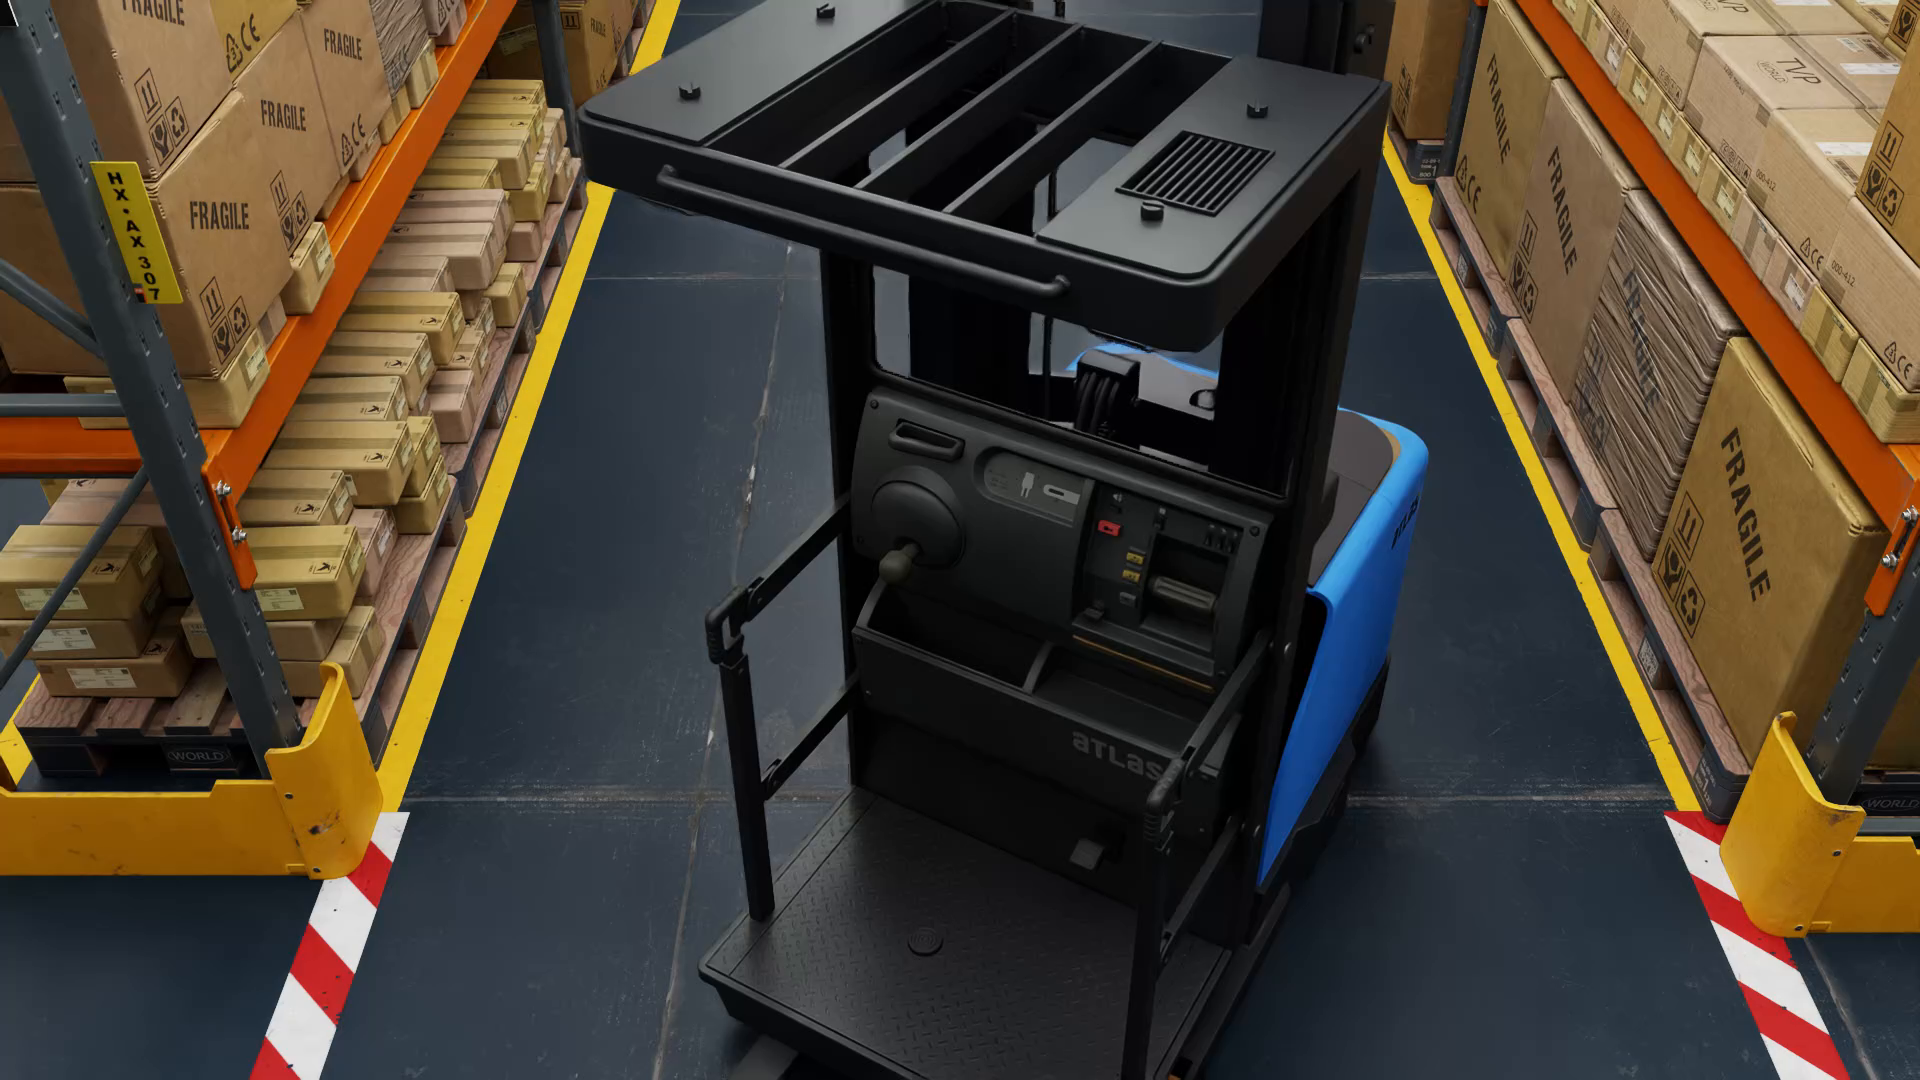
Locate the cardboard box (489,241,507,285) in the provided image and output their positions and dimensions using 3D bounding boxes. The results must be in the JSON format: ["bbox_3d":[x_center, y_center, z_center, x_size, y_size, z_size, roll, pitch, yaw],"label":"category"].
[{"bbox_3d":[-1.985,-1.114,6.448,0.380,0.149,0.250,1,39,1],"label":"cardboard box"}]

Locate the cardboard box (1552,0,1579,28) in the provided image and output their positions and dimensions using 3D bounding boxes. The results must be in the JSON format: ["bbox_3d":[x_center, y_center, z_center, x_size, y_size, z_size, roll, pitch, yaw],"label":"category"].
[{"bbox_3d":[2.375,-1.960,5.998,0.380,0.149,0.250,-1,39,-1],"label":"cardboard box"}]

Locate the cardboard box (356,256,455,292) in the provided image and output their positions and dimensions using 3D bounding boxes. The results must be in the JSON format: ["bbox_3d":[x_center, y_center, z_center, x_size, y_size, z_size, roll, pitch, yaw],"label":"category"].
[{"bbox_3d":[-2.029,-0.886,5.926,0.380,0.149,0.250,0,39,0],"label":"cardboard box"}]

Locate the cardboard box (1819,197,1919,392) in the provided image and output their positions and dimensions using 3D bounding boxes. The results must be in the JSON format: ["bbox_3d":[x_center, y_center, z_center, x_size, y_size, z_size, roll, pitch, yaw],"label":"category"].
[{"bbox_3d":[2.443,-0.596,3.977,0.500,0.250,0.500,-1,39,-1],"label":"cardboard box"}]

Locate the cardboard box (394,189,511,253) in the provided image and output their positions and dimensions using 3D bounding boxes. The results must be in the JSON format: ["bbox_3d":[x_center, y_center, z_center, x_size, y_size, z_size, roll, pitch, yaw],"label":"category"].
[{"bbox_3d":[-1.933,-1.211,6.330,0.380,0.149,0.250,-2,39,-2],"label":"cardboard box"}]

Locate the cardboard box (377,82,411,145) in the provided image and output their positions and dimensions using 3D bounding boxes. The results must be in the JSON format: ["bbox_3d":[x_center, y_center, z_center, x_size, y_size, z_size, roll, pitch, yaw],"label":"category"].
[{"bbox_3d":[-1.976,-1.375,5.268,0.380,0.149,0.250,1,39,2],"label":"cardboard box"}]

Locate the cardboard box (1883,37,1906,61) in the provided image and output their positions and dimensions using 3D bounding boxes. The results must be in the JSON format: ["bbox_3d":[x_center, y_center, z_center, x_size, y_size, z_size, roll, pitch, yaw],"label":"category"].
[{"bbox_3d":[2.974,-1.232,4.771,0.500,0.250,0.500,-1,39,-2],"label":"cardboard box"}]

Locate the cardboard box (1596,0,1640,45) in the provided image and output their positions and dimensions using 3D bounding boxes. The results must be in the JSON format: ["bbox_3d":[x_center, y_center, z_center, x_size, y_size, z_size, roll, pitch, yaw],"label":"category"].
[{"bbox_3d":[2.445,-1.865,5.561,0.500,0.250,0.500,1,39,1],"label":"cardboard box"}]

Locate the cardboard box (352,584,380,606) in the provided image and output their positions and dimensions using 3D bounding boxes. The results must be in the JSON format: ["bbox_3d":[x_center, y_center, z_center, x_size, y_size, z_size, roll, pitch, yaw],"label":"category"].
[{"bbox_3d":[-2.014,0.162,5.093,0.380,0.149,0.250,0,39,0],"label":"cardboard box"}]

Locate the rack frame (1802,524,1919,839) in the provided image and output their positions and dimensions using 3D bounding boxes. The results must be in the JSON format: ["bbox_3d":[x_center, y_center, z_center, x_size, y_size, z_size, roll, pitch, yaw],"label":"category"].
[{"bbox_3d":[2.709,-0.235,3.645,1.000,3.000,0.127,0,39,0],"label":"rack frame"}]

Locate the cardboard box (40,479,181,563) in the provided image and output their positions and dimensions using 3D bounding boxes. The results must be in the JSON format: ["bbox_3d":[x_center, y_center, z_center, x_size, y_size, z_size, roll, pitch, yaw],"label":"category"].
[{"bbox_3d":[-2.448,-0.066,4.903,0.380,0.149,0.250,1,39,1],"label":"cardboard box"}]

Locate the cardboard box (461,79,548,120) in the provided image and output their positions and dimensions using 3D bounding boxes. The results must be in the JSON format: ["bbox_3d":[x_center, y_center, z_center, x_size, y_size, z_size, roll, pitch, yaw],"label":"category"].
[{"bbox_3d":[-1.995,-1.858,7.137,0.380,0.149,0.250,1,39,1],"label":"cardboard box"}]

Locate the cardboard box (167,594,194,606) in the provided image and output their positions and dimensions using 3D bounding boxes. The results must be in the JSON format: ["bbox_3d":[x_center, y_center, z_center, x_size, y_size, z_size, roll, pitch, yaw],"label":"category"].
[{"bbox_3d":[-2.562,0.164,5.091,0.380,0.149,0.250,1,39,1],"label":"cardboard box"}]

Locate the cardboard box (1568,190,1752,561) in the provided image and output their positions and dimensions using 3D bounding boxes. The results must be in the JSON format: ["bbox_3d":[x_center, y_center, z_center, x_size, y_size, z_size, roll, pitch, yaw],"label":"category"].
[{"bbox_3d":[2.627,-0.539,5.388,0.875,0.875,0.875,0,39,0],"label":"cardboard box"}]

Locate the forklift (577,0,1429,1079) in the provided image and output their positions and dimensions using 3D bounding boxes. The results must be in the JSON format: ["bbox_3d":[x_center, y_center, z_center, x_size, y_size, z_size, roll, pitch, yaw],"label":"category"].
[{"bbox_3d":[0.080,0.055,3.337,1.130,2.935,3.031,20,43,23],"label":"forklift"}]

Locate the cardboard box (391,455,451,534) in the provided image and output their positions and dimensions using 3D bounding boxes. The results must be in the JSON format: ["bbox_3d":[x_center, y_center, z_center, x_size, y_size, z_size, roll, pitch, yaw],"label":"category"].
[{"bbox_3d":[-1.912,-0.153,5.486,0.380,0.149,0.250,0,39,1],"label":"cardboard box"}]

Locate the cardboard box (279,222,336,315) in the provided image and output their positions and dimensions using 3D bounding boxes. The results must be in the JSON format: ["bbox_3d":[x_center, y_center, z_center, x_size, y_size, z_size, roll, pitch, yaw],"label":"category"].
[{"bbox_3d":[-1.912,-0.727,4.460,0.380,0.149,0.250,-1,39,-1],"label":"cardboard box"}]

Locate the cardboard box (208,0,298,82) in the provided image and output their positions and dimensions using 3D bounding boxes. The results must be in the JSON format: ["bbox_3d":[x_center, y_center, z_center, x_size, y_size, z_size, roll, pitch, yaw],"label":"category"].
[{"bbox_3d":[-1.993,-1.437,4.027,0.500,0.500,0.500,1,39,1],"label":"cardboard box"}]

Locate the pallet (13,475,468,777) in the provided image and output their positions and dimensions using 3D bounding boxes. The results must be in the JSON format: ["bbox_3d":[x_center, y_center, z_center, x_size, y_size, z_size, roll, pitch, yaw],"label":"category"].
[{"bbox_3d":[-2.217,0.238,5.285,1.003,0.211,1.213,0,39,0],"label":"pallet"}]

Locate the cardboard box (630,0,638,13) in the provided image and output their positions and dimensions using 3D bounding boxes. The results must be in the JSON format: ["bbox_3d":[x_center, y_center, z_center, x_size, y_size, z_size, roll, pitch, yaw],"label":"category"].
[{"bbox_3d":[-2.008,-3.105,8.890,0.500,0.500,0.500,1,39,1],"label":"cardboard box"}]

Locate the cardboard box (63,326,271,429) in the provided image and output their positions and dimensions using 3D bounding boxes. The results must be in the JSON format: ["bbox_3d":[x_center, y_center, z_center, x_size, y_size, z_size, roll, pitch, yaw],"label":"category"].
[{"bbox_3d":[-1.924,-0.400,4.051,0.380,0.149,0.250,0,39,0],"label":"cardboard box"}]

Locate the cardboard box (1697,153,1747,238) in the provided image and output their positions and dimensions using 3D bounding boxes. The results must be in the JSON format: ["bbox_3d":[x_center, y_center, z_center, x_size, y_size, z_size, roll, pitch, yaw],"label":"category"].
[{"bbox_3d":[2.377,-0.998,4.798,0.380,0.149,0.250,-1,39,-1],"label":"cardboard box"}]

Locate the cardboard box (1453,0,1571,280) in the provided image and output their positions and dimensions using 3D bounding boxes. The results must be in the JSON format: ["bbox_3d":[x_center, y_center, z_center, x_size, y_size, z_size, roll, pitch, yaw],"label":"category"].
[{"bbox_3d":[2.625,-1.659,6.784,0.875,0.875,0.875,0,39,0],"label":"cardboard box"}]

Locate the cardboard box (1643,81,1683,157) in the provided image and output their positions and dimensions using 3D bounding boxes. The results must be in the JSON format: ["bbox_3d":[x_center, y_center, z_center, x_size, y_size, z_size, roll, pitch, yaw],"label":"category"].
[{"bbox_3d":[2.378,-1.316,5.194,0.380,0.149,0.250,1,39,1],"label":"cardboard box"}]

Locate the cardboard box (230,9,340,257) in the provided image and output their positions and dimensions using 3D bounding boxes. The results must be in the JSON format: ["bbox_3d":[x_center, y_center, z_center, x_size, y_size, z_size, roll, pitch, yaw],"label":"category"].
[{"bbox_3d":[-2.001,-1.066,4.363,0.500,0.500,0.500,0,39,0],"label":"cardboard box"}]

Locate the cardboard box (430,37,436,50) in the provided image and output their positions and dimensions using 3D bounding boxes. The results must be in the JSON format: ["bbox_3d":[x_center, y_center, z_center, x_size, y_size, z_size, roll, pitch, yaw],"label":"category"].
[{"bbox_3d":[-2.019,-1.701,5.675,0.380,0.149,0.250,-1,39,-1],"label":"cardboard box"}]

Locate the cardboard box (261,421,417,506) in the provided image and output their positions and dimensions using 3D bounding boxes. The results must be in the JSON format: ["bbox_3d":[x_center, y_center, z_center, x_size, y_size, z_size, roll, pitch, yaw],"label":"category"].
[{"bbox_3d":[-1.905,-0.236,5.114,0.380,0.149,0.250,0,39,0],"label":"cardboard box"}]

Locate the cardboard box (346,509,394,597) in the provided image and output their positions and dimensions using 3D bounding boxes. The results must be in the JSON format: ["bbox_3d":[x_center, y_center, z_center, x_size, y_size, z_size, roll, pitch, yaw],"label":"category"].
[{"bbox_3d":[-1.939,0.039,5.009,0.380,0.149,0.250,0,39,0],"label":"cardboard box"}]

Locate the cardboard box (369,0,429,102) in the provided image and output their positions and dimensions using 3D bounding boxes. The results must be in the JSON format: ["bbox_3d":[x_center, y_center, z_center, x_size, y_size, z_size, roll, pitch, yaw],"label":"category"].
[{"bbox_3d":[-1.996,-1.691,5.143,0.500,0.500,0.500,-1,39,-1],"label":"cardboard box"}]

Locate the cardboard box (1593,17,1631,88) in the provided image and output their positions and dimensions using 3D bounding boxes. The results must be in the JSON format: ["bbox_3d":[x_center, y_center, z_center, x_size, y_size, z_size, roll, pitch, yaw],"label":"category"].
[{"bbox_3d":[2.374,-1.643,5.602,0.380,0.149,0.250,0,39,0],"label":"cardboard box"}]

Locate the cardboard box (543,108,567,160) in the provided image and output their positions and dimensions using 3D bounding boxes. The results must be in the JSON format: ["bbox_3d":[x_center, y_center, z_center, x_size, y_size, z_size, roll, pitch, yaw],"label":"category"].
[{"bbox_3d":[-1.937,-1.767,7.262,0.380,0.149,0.250,1,39,1],"label":"cardboard box"}]

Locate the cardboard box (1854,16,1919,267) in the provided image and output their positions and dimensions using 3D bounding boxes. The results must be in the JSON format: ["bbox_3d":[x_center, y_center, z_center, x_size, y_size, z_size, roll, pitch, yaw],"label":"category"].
[{"bbox_3d":[2.446,-0.890,3.744,0.500,0.500,0.500,0,39,1],"label":"cardboard box"}]

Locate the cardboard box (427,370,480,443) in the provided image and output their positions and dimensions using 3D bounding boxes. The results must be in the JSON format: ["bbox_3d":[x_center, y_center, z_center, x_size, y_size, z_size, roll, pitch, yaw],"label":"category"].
[{"bbox_3d":[-1.921,-0.468,5.880,0.380,0.149,0.250,-2,39,-2],"label":"cardboard box"}]

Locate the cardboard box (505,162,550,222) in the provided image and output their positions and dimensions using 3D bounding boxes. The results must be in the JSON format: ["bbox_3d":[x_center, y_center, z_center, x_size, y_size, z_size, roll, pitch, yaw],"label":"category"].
[{"bbox_3d":[-1.907,-1.430,6.842,0.380,0.149,0.250,-1,39,-2],"label":"cardboard box"}]

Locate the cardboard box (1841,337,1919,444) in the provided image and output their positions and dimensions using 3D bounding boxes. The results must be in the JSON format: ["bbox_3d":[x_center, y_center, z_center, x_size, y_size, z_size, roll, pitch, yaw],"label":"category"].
[{"bbox_3d":[2.379,-0.360,4.001,0.380,0.149,0.250,1,39,1],"label":"cardboard box"}]

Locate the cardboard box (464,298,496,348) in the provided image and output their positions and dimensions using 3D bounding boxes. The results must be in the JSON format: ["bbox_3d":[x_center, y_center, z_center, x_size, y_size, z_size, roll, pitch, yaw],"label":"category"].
[{"bbox_3d":[-1.980,-0.792,6.284,0.380,0.149,0.250,1,39,1],"label":"cardboard box"}]

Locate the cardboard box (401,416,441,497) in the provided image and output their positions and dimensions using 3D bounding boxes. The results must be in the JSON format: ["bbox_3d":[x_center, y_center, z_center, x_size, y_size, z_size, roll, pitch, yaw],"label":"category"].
[{"bbox_3d":[-1.919,-0.275,5.401,0.380,0.149,0.250,1,39,1],"label":"cardboard box"}]

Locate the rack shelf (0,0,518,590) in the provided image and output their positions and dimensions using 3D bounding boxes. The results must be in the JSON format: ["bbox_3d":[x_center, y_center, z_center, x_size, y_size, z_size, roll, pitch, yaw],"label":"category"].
[{"bbox_3d":[-2.253,-1.265,5.505,1.077,0.370,4.000,0,39,0],"label":"rack shelf"}]

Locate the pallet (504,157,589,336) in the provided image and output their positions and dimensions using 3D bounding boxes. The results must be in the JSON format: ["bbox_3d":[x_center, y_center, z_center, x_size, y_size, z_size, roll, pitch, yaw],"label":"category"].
[{"bbox_3d":[-2.220,-1.288,7.189,1.003,0.211,1.213,0,39,0],"label":"pallet"}]

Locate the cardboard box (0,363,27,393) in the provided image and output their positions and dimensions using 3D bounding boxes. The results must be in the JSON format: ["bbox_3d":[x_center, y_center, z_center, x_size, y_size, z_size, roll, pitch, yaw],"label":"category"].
[{"bbox_3d":[-2.534,-0.401,4.052,0.380,0.149,0.250,0,39,0],"label":"cardboard box"}]

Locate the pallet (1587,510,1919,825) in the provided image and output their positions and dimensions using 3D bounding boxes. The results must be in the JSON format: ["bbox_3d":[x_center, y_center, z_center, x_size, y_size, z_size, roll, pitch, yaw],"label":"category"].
[{"bbox_3d":[2.630,0.353,5.141,1.003,0.211,1.213,0,39,0],"label":"pallet"}]

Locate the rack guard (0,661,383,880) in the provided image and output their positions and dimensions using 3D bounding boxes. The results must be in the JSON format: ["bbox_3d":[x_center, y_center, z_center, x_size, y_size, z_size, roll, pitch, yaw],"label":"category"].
[{"bbox_3d":[-2.251,0.633,4.560,1.175,0.500,0.348,0,39,0],"label":"rack guard"}]

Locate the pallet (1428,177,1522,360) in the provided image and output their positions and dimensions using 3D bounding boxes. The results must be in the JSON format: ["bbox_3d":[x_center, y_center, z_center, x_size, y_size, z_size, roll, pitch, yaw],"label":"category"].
[{"bbox_3d":[2.627,-1.173,7.045,1.003,0.211,1.213,0,39,0],"label":"pallet"}]

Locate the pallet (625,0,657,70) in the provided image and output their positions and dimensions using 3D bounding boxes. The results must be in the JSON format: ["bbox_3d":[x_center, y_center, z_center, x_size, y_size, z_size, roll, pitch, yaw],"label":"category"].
[{"bbox_3d":[-2.262,-2.960,9.275,1.003,0.211,1.213,0,39,0],"label":"pallet"}]

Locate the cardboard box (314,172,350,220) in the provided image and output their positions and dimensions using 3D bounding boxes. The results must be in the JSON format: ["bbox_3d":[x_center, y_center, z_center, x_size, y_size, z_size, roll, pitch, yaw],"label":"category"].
[{"bbox_3d":[-2.025,-1.059,4.873,0.380,0.149,0.250,0,39,0],"label":"cardboard box"}]

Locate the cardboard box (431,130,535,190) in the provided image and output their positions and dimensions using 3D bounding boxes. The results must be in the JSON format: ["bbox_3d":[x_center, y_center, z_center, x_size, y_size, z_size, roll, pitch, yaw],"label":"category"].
[{"bbox_3d":[-1.948,-1.542,6.744,0.380,0.149,0.250,0,39,0],"label":"cardboard box"}]

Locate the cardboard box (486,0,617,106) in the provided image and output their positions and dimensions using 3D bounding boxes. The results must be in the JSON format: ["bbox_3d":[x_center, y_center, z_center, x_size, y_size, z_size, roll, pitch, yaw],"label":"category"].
[{"bbox_3d":[-1.991,-2.447,8.068,0.500,0.500,0.500,1,39,2],"label":"cardboard box"}]

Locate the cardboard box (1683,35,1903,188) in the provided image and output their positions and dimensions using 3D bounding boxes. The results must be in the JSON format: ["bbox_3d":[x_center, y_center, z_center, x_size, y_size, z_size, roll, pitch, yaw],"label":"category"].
[{"bbox_3d":[2.442,-1.231,4.770,0.500,0.250,0.500,-1,39,-2],"label":"cardboard box"}]

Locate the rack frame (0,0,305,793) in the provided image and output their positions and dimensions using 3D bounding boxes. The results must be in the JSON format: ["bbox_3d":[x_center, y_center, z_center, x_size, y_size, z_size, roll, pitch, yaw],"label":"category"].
[{"bbox_3d":[-2.251,-0.295,3.719,1.000,3.000,0.127,0,39,0],"label":"rack frame"}]

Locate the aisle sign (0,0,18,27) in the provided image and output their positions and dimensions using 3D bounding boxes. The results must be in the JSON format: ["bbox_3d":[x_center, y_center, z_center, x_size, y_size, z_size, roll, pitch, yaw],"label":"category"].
[{"bbox_3d":[-1.951,-1.264,2.850,0.394,0.787,0.004,0,39,0],"label":"aisle sign"}]

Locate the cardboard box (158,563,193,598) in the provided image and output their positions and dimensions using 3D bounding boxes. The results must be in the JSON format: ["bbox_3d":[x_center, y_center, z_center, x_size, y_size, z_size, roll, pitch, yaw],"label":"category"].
[{"bbox_3d":[-2.484,0.044,5.002,0.380,0.149,0.250,-1,39,-1],"label":"cardboard box"}]

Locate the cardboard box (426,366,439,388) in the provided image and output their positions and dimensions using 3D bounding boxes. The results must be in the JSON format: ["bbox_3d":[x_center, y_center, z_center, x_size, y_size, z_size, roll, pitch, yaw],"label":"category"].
[{"bbox_3d":[-2.056,-0.610,5.819,0.380,0.149,0.250,2,39,2],"label":"cardboard box"}]

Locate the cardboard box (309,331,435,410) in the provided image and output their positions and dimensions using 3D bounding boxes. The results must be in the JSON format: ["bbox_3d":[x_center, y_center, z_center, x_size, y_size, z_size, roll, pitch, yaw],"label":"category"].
[{"bbox_3d":[-1.979,-0.565,5.524,0.380,0.149,0.250,1,39,2],"label":"cardboard box"}]

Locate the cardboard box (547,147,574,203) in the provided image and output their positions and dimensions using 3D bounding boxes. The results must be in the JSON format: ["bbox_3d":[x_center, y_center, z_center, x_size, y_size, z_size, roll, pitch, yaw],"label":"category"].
[{"bbox_3d":[-1.915,-1.603,7.295,0.380,0.149,0.250,0,39,1],"label":"cardboard box"}]

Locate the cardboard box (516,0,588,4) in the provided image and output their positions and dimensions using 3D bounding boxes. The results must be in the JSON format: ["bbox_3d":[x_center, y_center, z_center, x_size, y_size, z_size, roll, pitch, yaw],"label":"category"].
[{"bbox_3d":[-1.992,-2.740,7.833,0.500,0.250,0.500,-2,39,-2],"label":"cardboard box"}]

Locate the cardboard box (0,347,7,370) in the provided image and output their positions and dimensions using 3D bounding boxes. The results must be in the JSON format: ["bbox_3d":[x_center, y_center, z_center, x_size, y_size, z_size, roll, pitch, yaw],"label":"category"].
[{"bbox_3d":[-2.509,-0.731,3.945,0.500,0.500,0.500,1,39,1],"label":"cardboard box"}]

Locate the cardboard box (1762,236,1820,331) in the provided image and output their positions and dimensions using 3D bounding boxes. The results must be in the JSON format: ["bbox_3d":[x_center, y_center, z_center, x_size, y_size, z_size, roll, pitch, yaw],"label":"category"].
[{"bbox_3d":[2.378,-0.680,4.401,0.380,0.149,0.250,0,39,0],"label":"cardboard box"}]

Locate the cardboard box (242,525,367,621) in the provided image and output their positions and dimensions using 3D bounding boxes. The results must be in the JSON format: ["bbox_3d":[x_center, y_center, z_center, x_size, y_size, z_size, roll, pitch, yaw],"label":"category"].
[{"bbox_3d":[-1.912,0.094,4.703,0.380,0.149,0.250,-2,39,-2],"label":"cardboard box"}]
